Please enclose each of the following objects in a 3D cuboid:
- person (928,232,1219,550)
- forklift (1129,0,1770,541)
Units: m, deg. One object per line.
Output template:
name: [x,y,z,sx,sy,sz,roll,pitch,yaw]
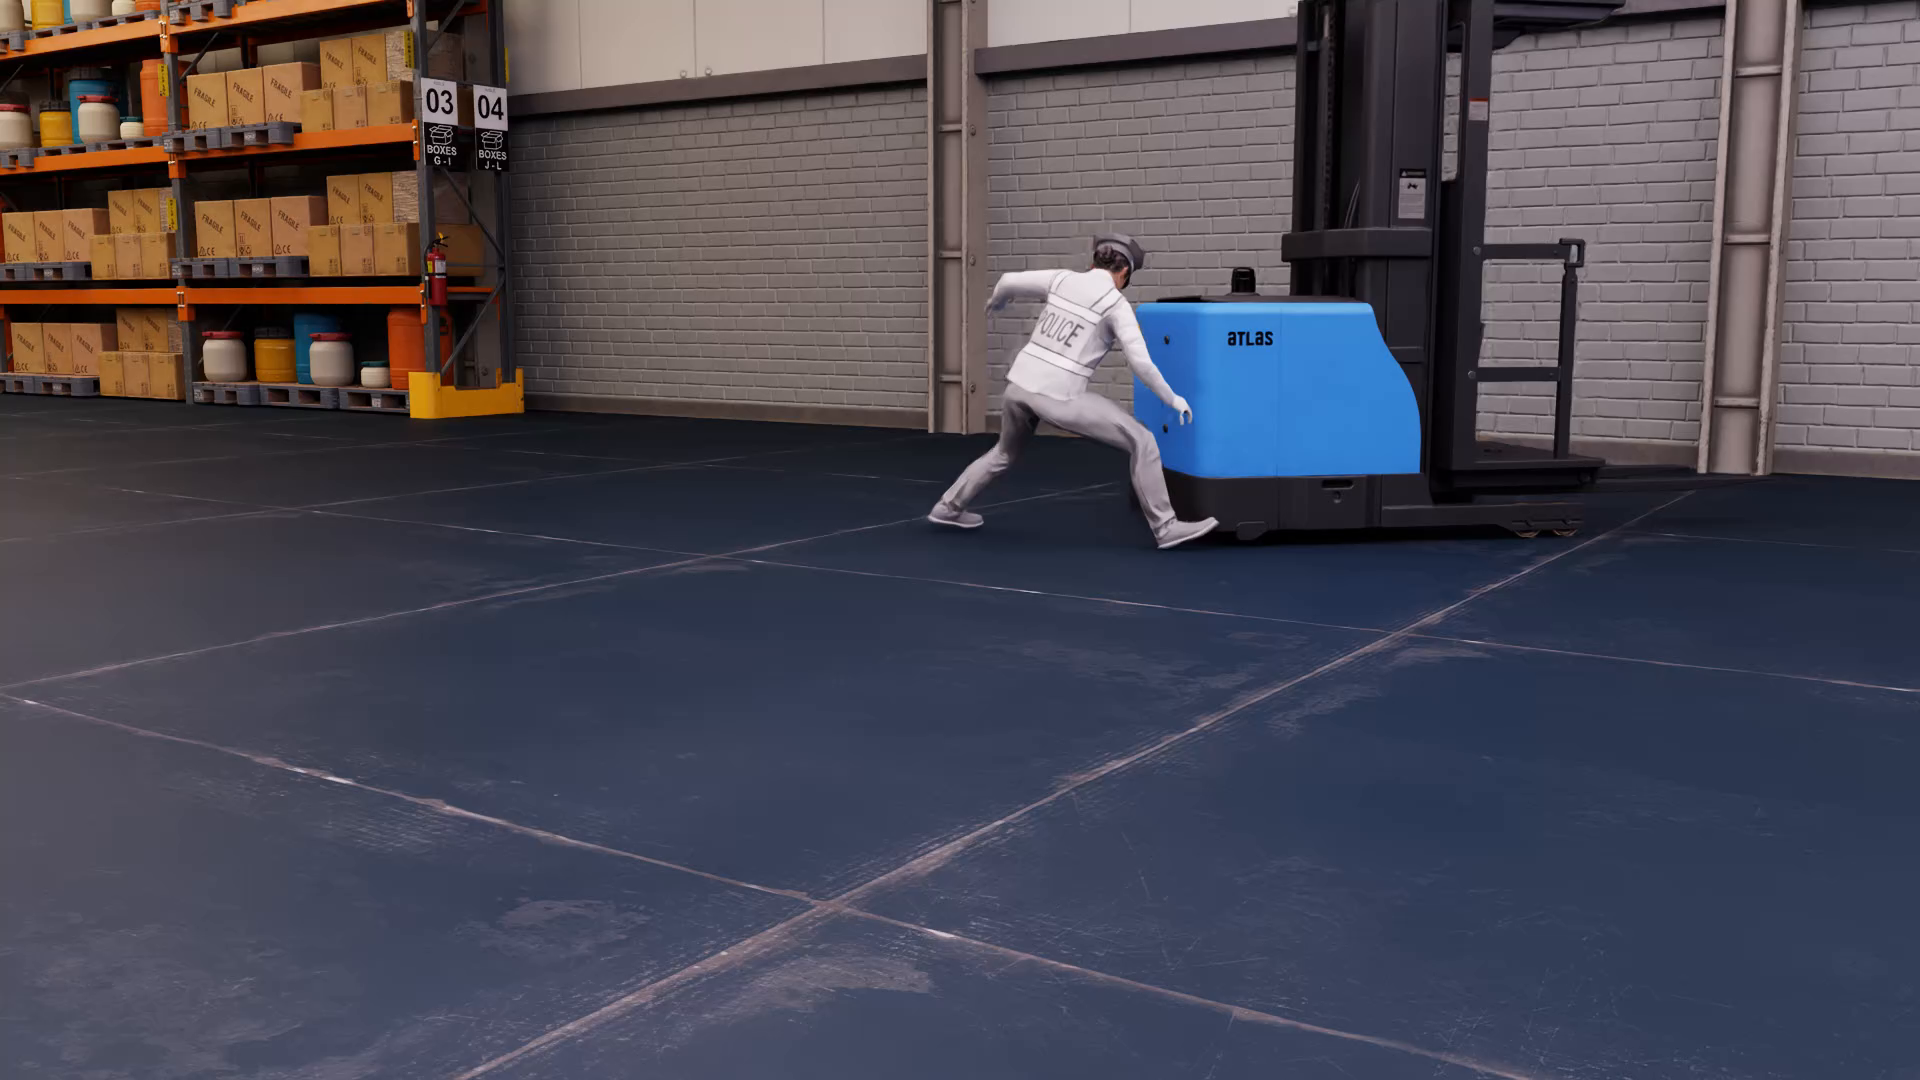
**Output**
person: [0.497,-0.672,7.452,0.710,1.390,1.238,-7,10,-39]
forklift: [2.411,-1.530,7.949,3.031,2.935,1.130,-2,8,-12]
